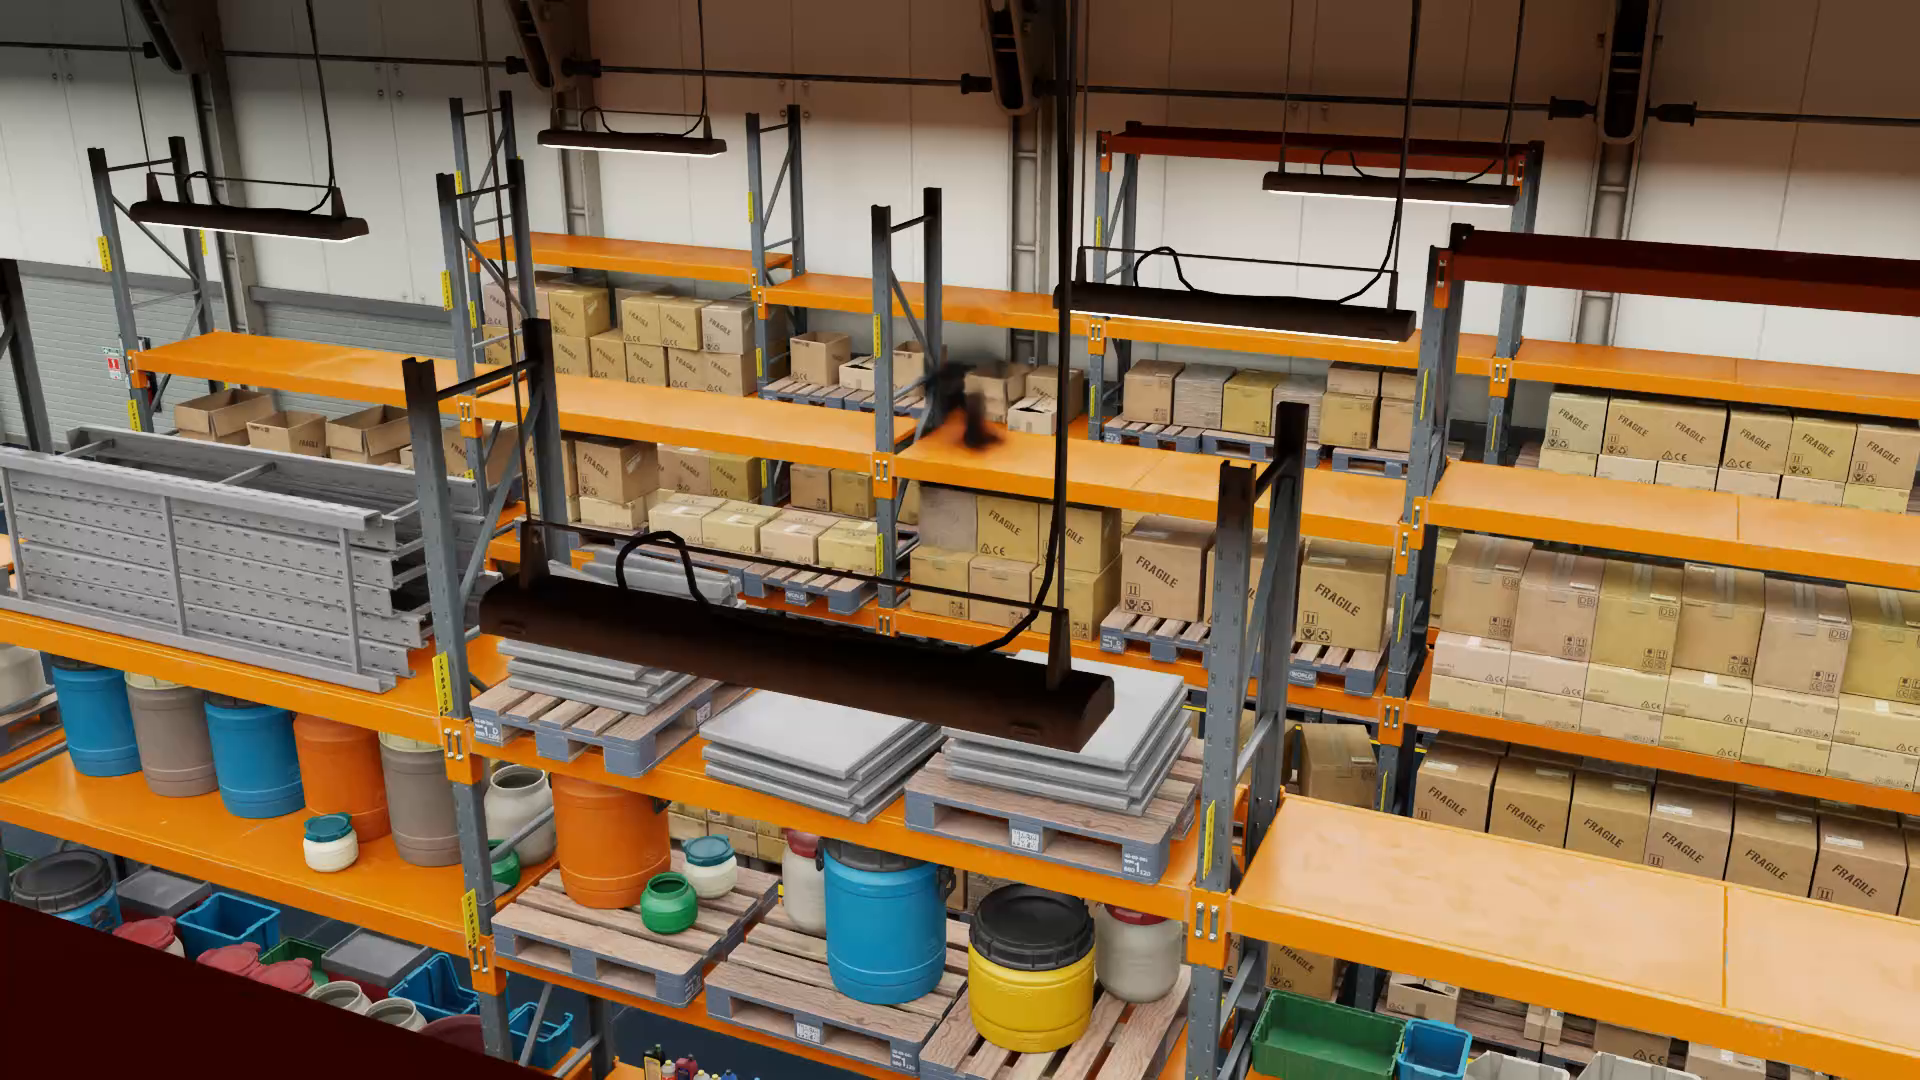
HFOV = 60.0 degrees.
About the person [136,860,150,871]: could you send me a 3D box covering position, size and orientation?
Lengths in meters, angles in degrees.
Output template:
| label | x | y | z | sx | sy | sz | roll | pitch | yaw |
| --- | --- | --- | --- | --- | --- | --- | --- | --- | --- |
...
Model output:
| label | x | y | z | sx | sy | sz | roll | pitch | yaw |
| --- | --- | --- | --- | --- | --- | --- | --- | --- | --- |
| person | -6.694 | 2.490 | 13.546 | 0.660 | 1.741 | 0.692 | 3 | 21 | 8 |
